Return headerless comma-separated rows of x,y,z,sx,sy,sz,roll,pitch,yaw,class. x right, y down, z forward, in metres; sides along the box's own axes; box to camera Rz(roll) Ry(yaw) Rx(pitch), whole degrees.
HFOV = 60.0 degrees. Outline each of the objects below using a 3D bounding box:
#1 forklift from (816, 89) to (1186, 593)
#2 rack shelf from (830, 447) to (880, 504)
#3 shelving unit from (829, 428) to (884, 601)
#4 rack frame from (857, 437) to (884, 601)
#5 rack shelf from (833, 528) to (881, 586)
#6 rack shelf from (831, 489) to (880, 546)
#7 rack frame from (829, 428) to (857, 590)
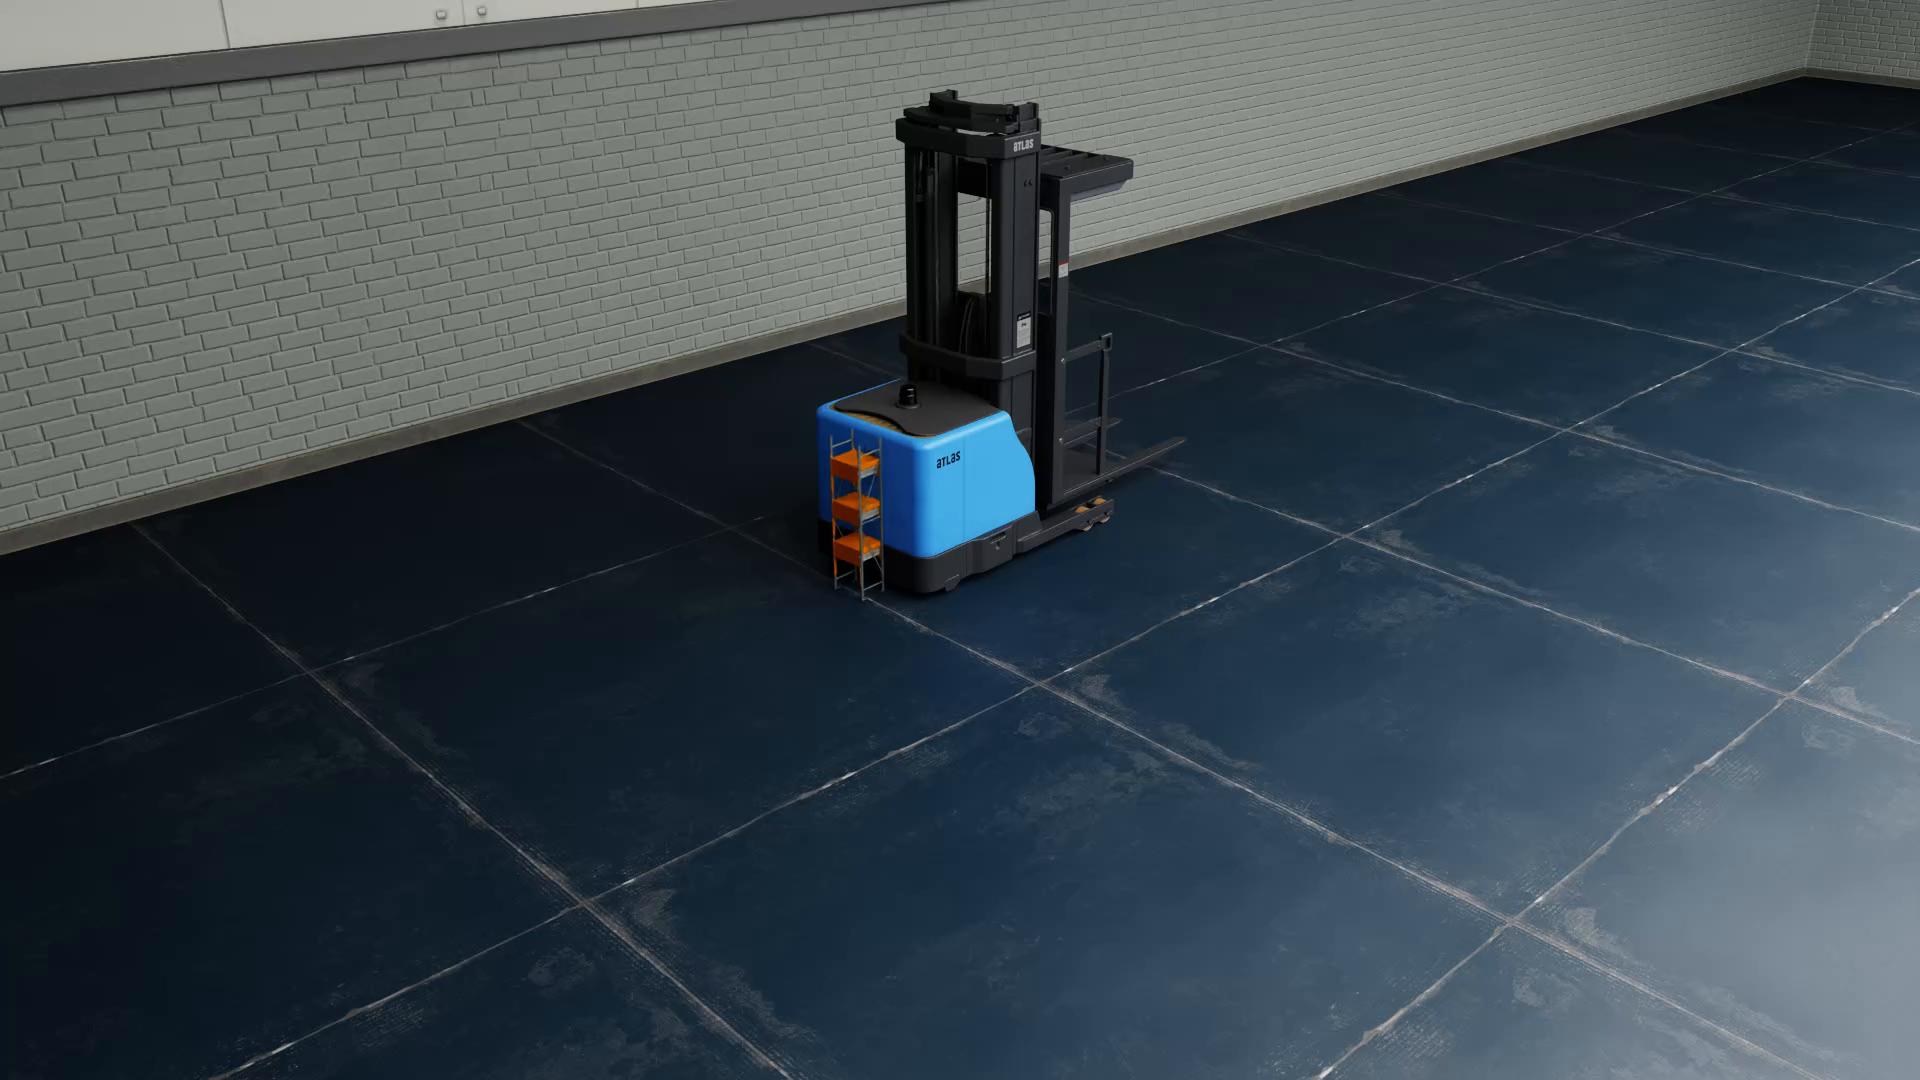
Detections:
0.429,-1.525,11.167,1.130,2.935,3.031,21,32,38,forklift
-0.644,-0.404,10.316,0.240,0.259,0.215,20,31,37,rack shelf
-0.644,-0.155,10.429,0.252,1.050,0.215,20,31,37,shelving unit
-0.554,-0.121,10.355,0.008,1.050,0.200,20,31,37,rack frame
-0.645,0.108,10.548,0.240,0.259,0.215,20,31,37,rack shelf
-0.644,-0.145,10.433,0.240,0.259,0.215,20,31,37,rack shelf
-0.735,-0.189,10.503,0.008,1.050,0.200,20,31,37,rack frame
